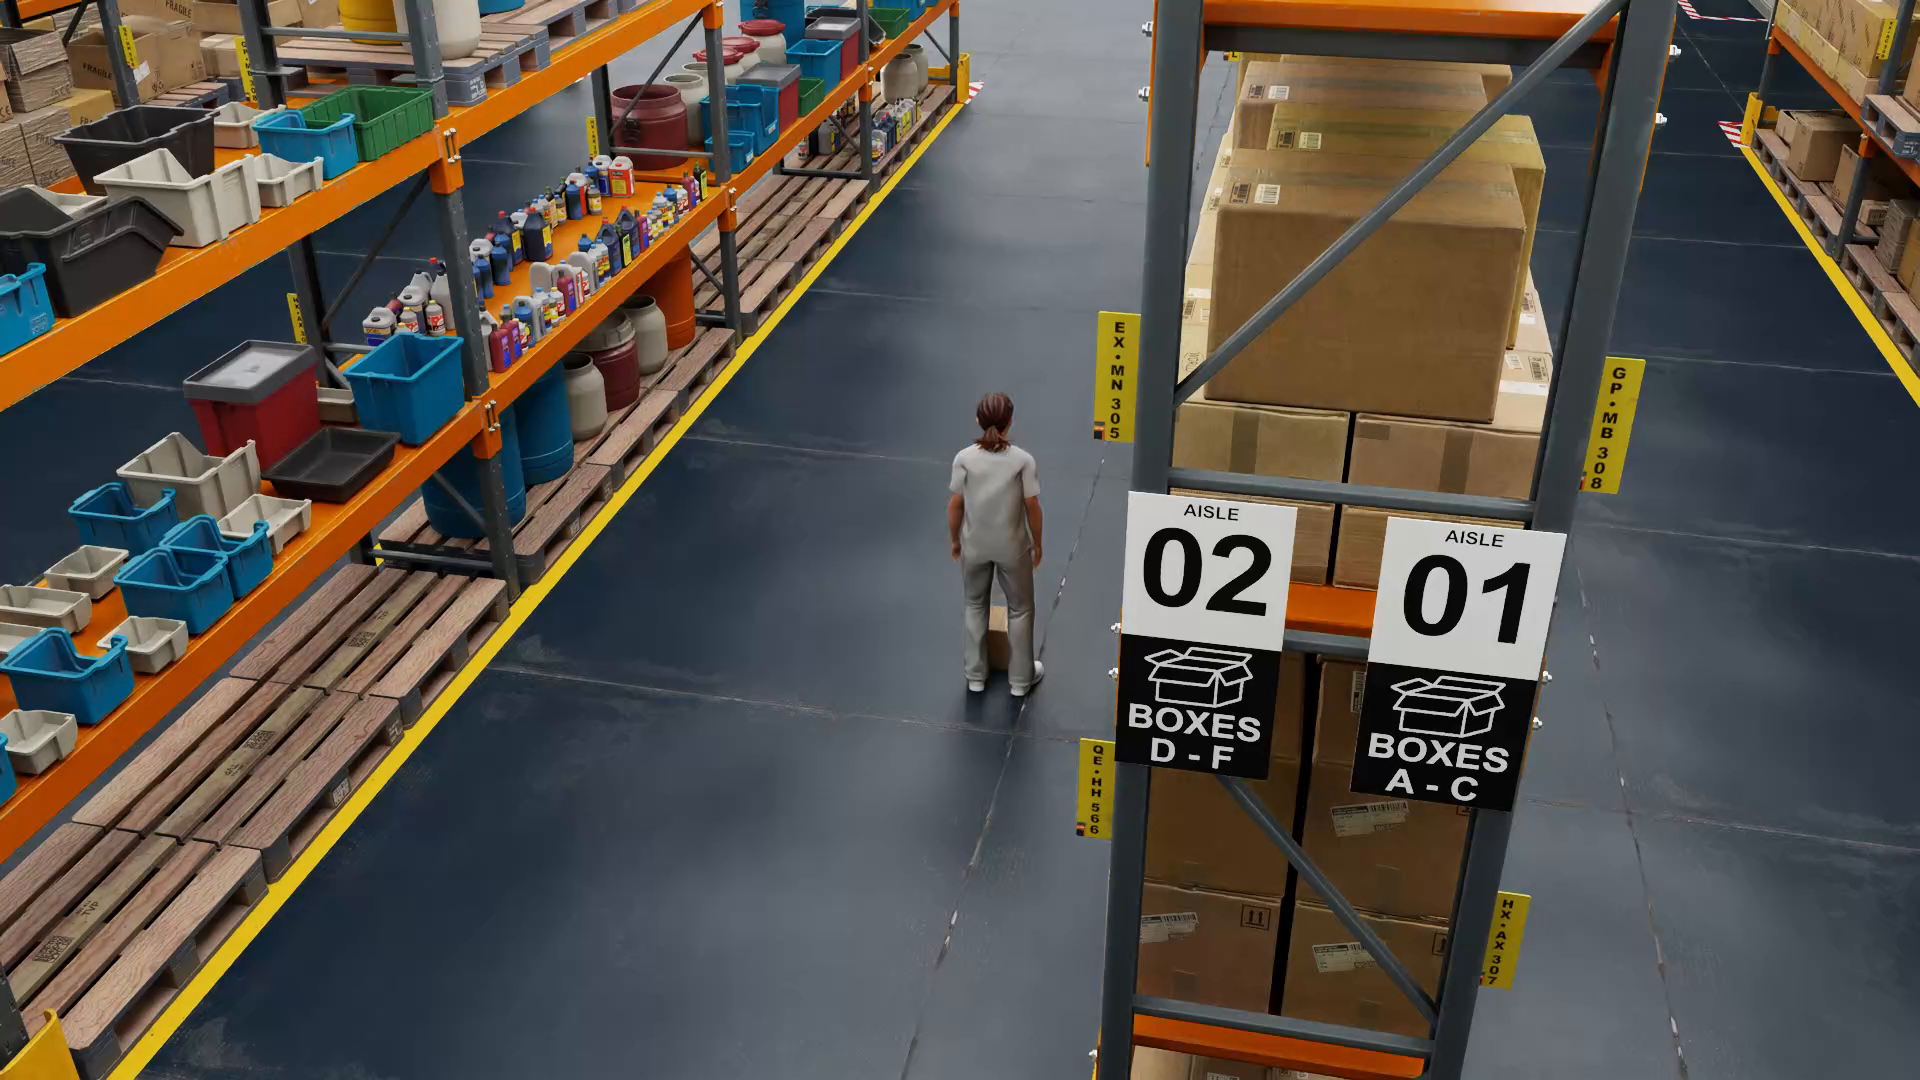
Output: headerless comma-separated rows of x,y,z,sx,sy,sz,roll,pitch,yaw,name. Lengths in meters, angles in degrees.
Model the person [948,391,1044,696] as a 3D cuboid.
0.190,0.034,8.554,0.499,1.671,0.366,5,29,8,person
